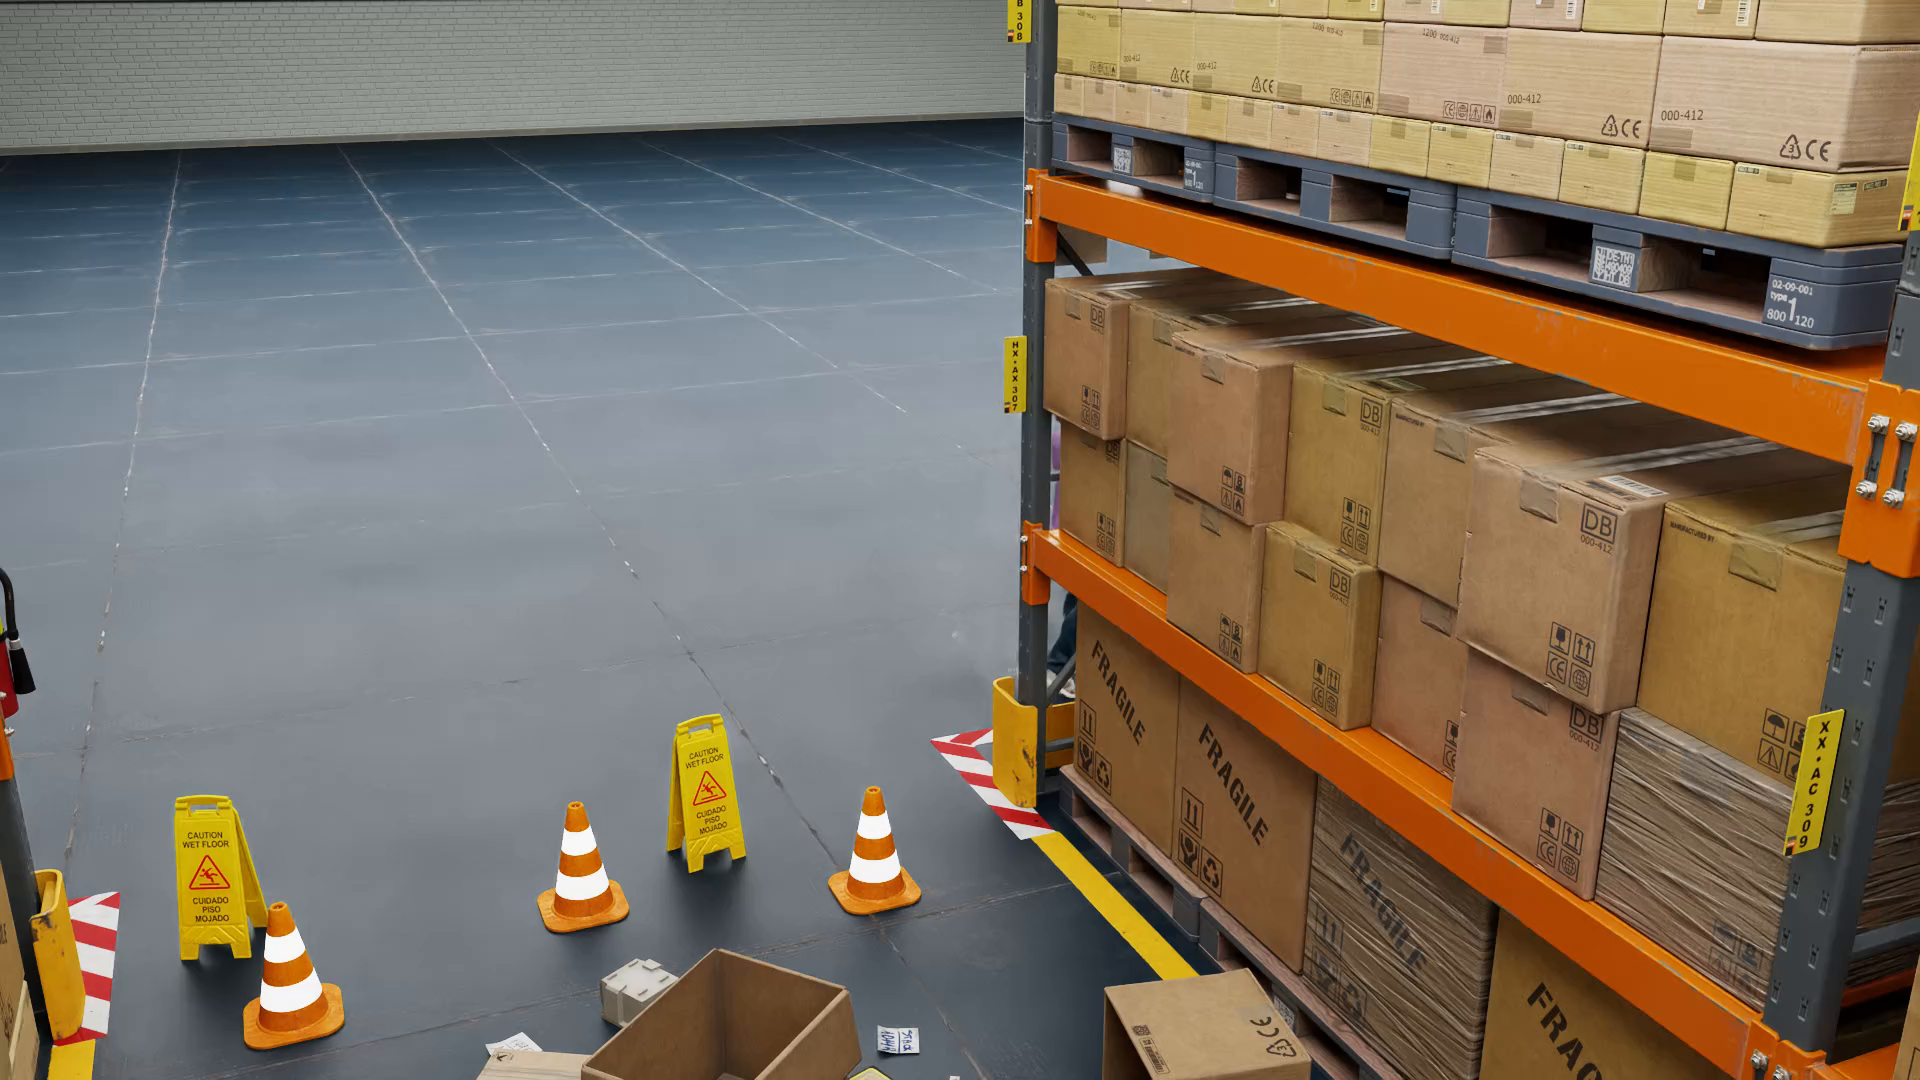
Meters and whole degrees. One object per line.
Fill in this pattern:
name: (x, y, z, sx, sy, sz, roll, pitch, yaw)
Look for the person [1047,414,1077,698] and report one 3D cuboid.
person: (0.627, -0.011, 8.611, 0.483, 1.614, 0.471, -4, 20, -11)
